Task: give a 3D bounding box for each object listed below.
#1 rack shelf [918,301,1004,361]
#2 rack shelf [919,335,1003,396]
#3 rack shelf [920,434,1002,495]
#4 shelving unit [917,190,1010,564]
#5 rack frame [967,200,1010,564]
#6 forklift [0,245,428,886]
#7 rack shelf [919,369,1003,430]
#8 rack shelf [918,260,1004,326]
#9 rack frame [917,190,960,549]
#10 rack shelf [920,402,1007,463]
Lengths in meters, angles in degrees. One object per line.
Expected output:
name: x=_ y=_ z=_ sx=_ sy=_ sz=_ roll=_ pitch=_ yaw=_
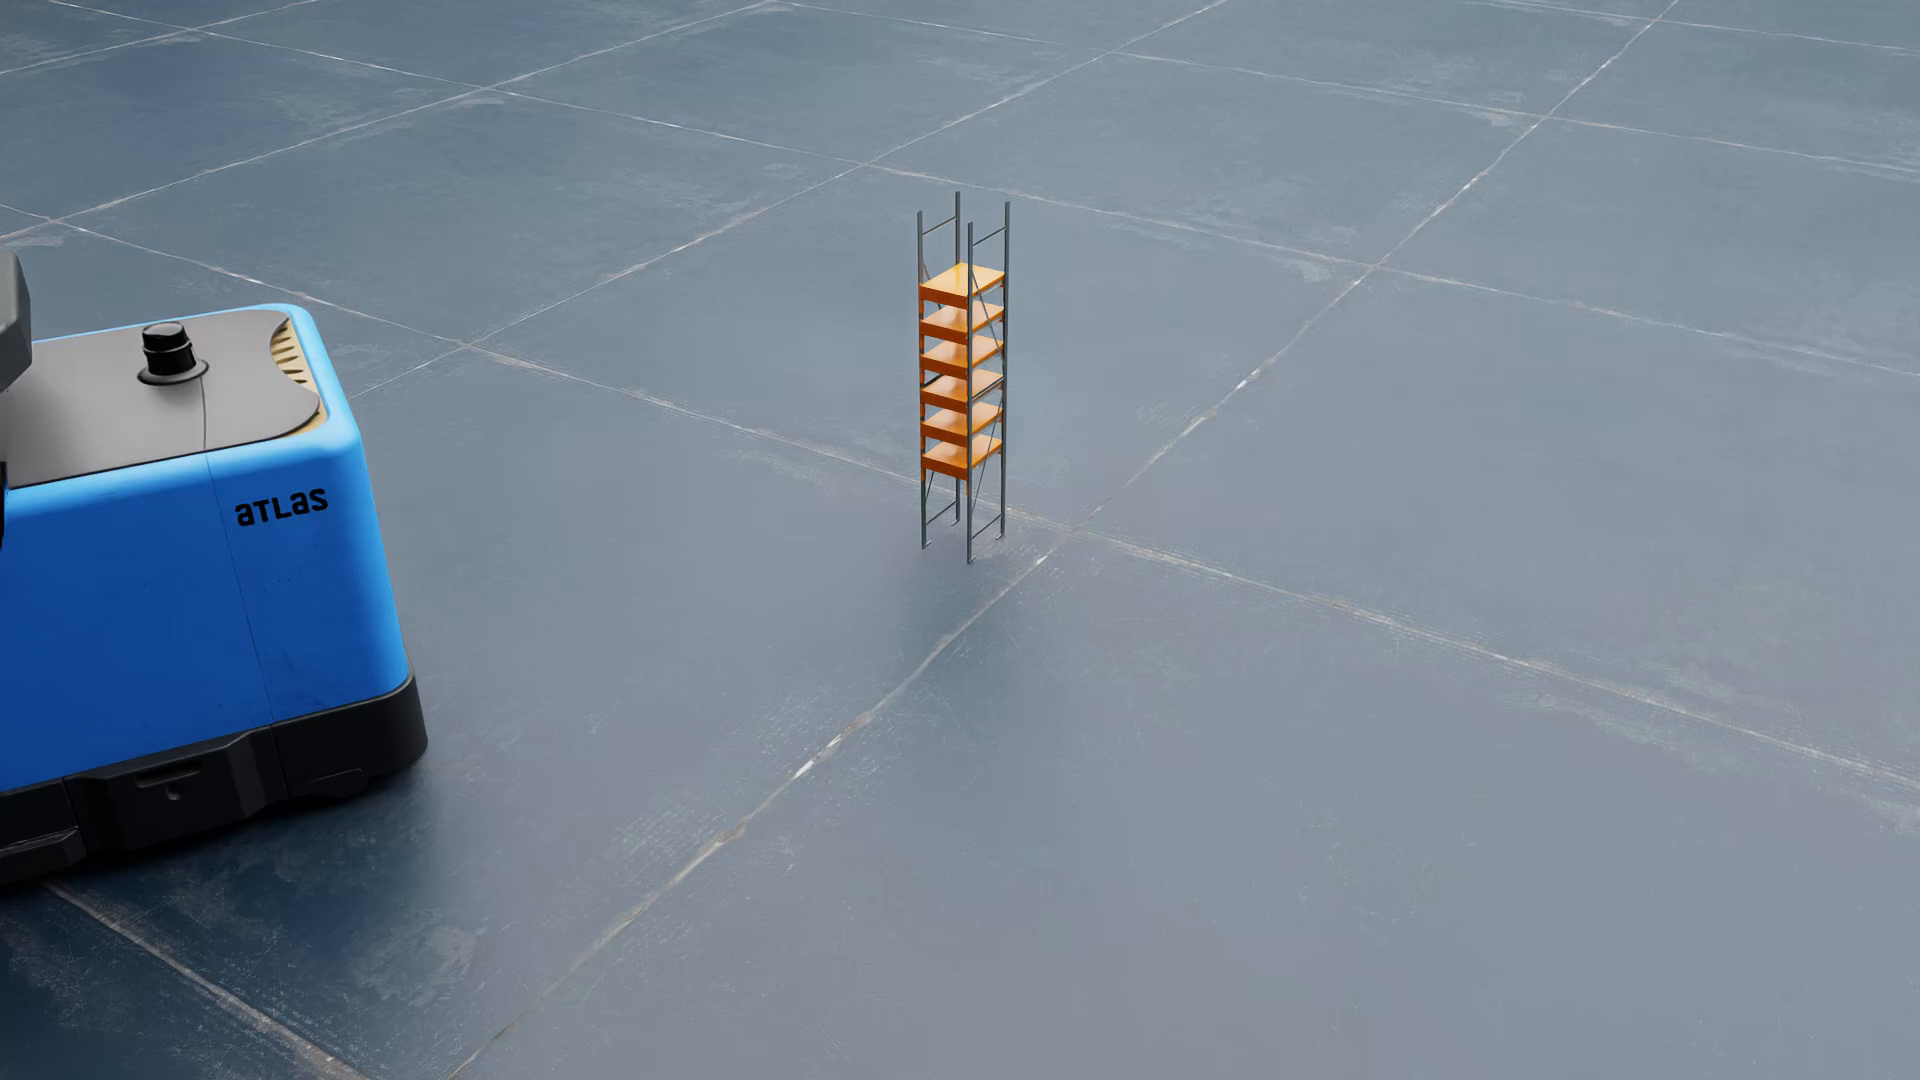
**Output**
rack shelf: x=0.012 y=-0.683 z=5.342 sx=0.180 sy=0.103 sz=0.258 roll=18 pitch=35 yaw=27
rack shelf: x=0.012 y=-0.580 z=5.403 sx=0.180 sy=0.103 sz=0.258 roll=18 pitch=35 yaw=27
rack shelf: x=0.012 y=-0.269 z=5.584 sx=0.180 sy=0.103 sz=0.258 roll=18 pitch=35 yaw=27
shelving unit: x=0.012 y=-0.514 z=5.441 sx=0.189 sy=1.200 sz=0.258 roll=18 pitch=35 yaw=27
rack frame: x=0.090 y=-0.490 z=5.399 sx=0.006 sy=1.200 sz=0.240 roll=18 pitch=35 yaw=27
forklift: x=-3.033 y=-0.495 z=3.690 sx=3.031 sy=2.935 sz=1.130 roll=-14 pitch=33 yaw=-23
rack shelf: x=0.012 y=-0.476 z=5.463 sx=0.180 sy=0.103 sz=0.258 roll=18 pitch=35 yaw=27
rack shelf: x=0.012 y=-0.787 z=5.282 sx=0.180 sy=0.103 sz=0.258 roll=18 pitch=35 yaw=27
rack frame: x=-0.065 y=-0.539 z=5.483 sx=0.006 sy=1.200 sz=0.240 roll=18 pitch=35 yaw=27
rack shelf: x=0.012 y=-0.372 z=5.524 sx=0.180 sy=0.103 sz=0.258 roll=18 pitch=35 yaw=27
